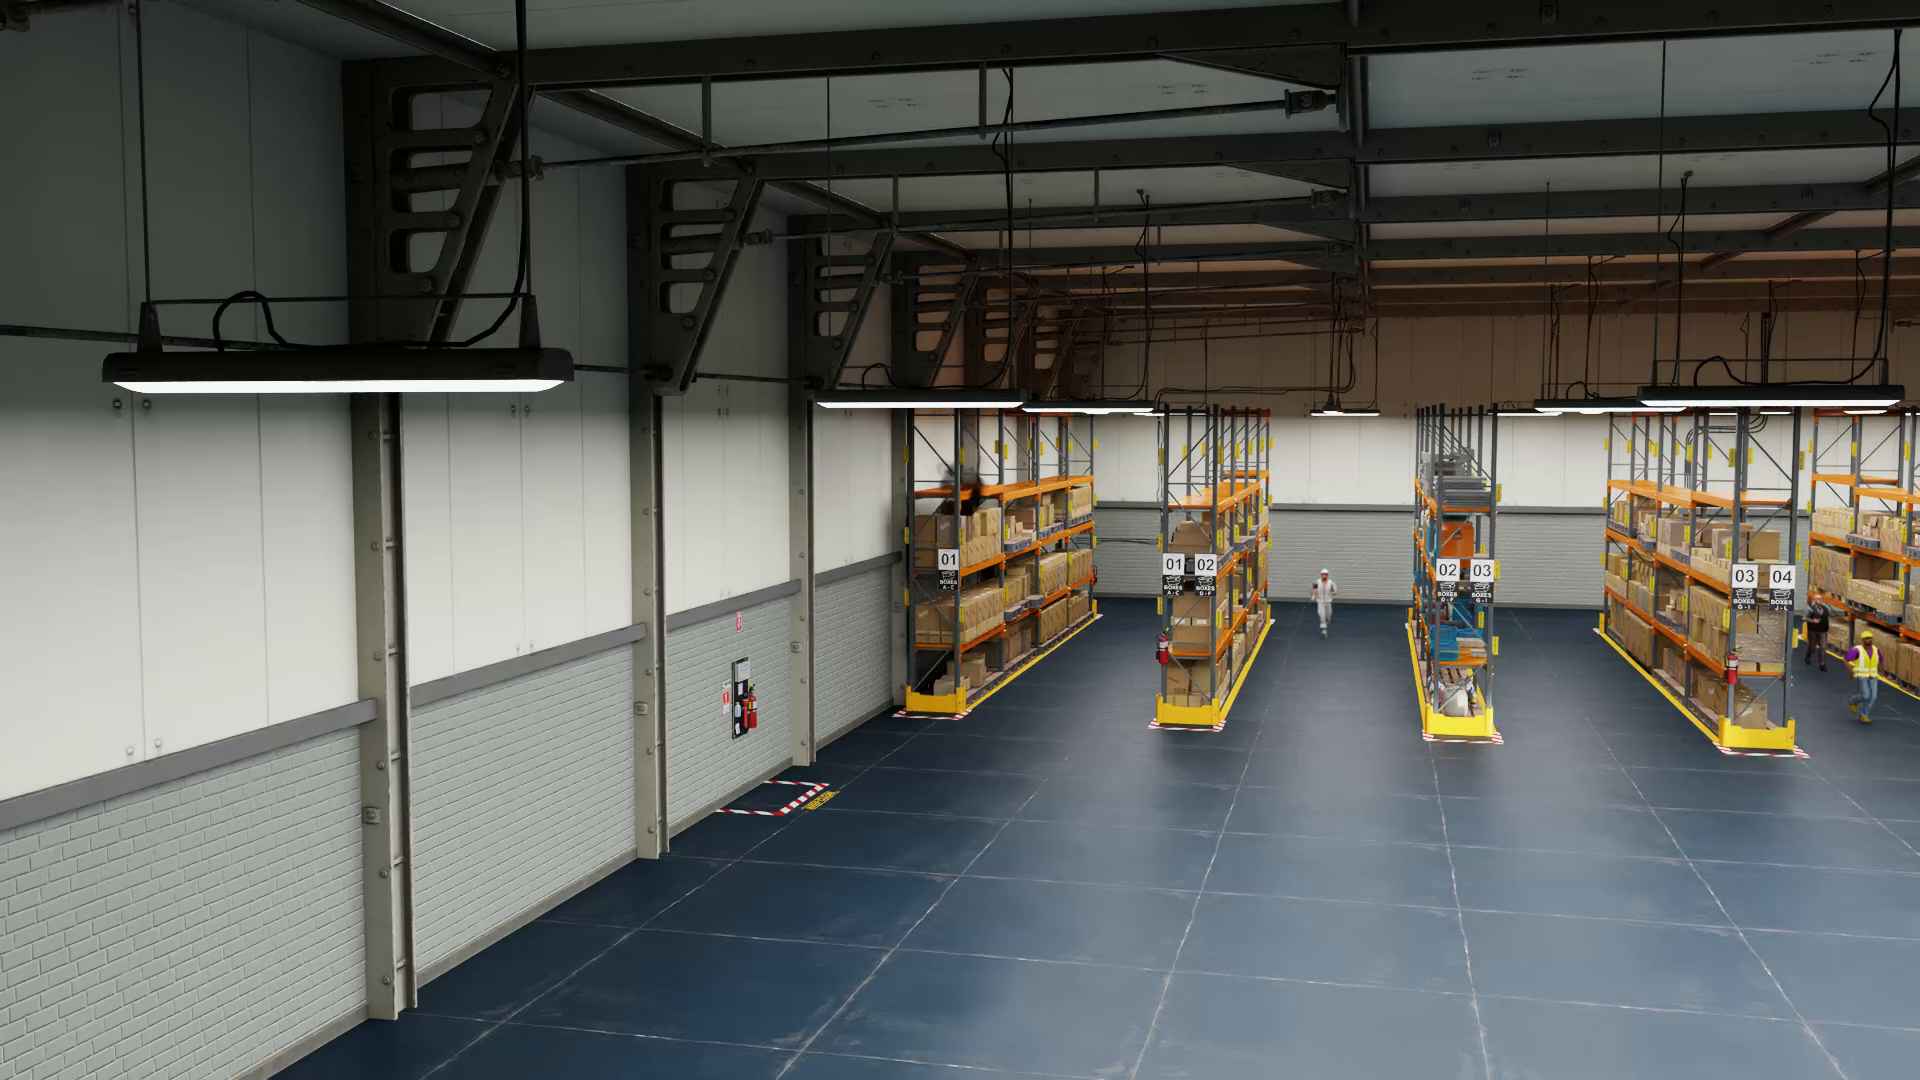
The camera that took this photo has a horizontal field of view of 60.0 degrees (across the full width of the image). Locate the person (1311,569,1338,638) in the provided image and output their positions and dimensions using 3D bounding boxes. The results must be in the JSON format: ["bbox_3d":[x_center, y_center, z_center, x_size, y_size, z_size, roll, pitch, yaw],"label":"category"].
[{"bbox_3d":[9.539,1.644,43.537,0.659,1.771,0.957,0,4,5],"label":"person"}]

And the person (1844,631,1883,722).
[{"bbox_3d":[17.117,2.578,31.425,0.701,1.716,0.587,0,4,1],"label":"person"}]

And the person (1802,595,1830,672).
[{"bbox_3d":[19.445,2.085,37.700,0.663,1.693,0.990,1,4,8],"label":"person"}]
